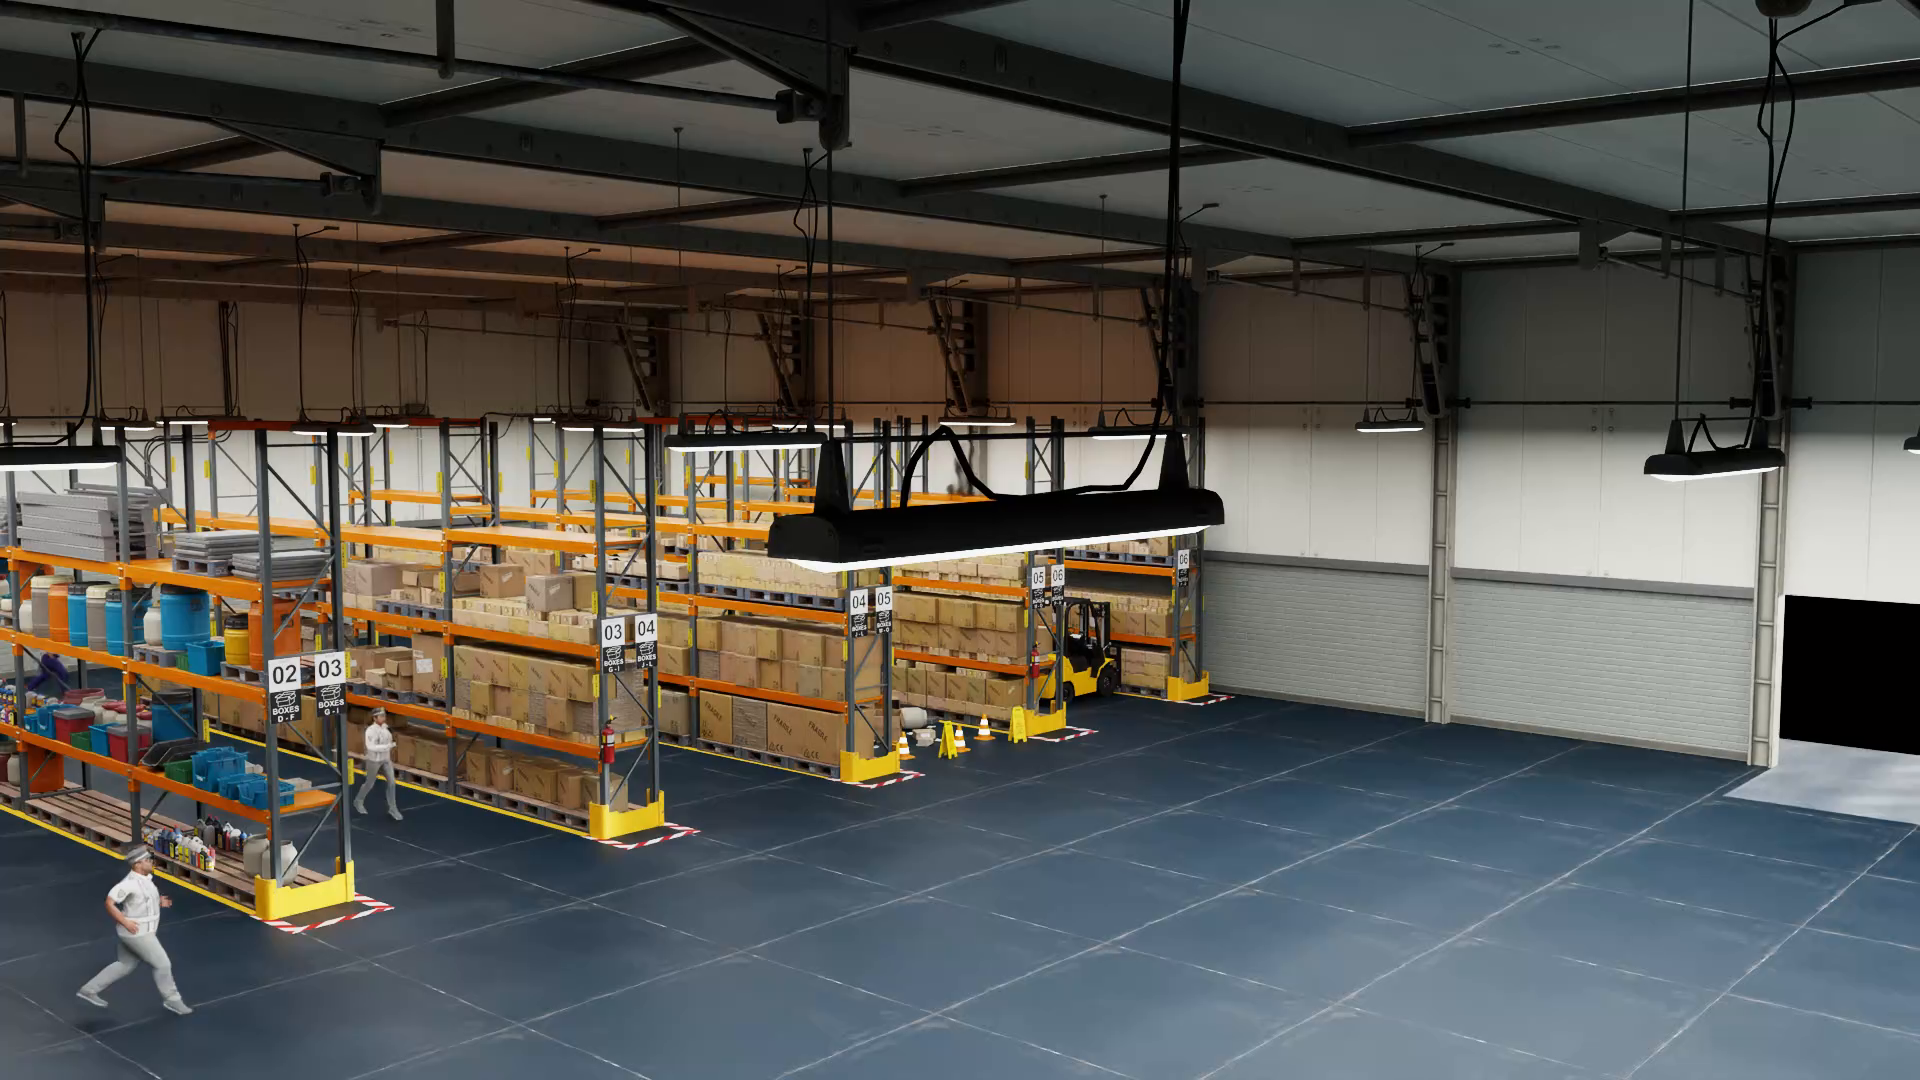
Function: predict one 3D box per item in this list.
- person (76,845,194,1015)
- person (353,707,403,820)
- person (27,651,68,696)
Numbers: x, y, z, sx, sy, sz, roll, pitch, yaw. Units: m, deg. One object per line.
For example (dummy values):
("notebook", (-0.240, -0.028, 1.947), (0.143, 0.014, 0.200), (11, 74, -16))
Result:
("person", (-8.498, 4.046, 17.090), (1.075, 1.836, 0.625), (-2, 5, -26))
("person", (-8.846, 3.373, 25.247), (0.865, 1.715, 0.589), (2, 5, 26))
("person", (-19.438, 2.655, 35.457), (0.881, 1.586, 0.622), (-2, 5, -23))
